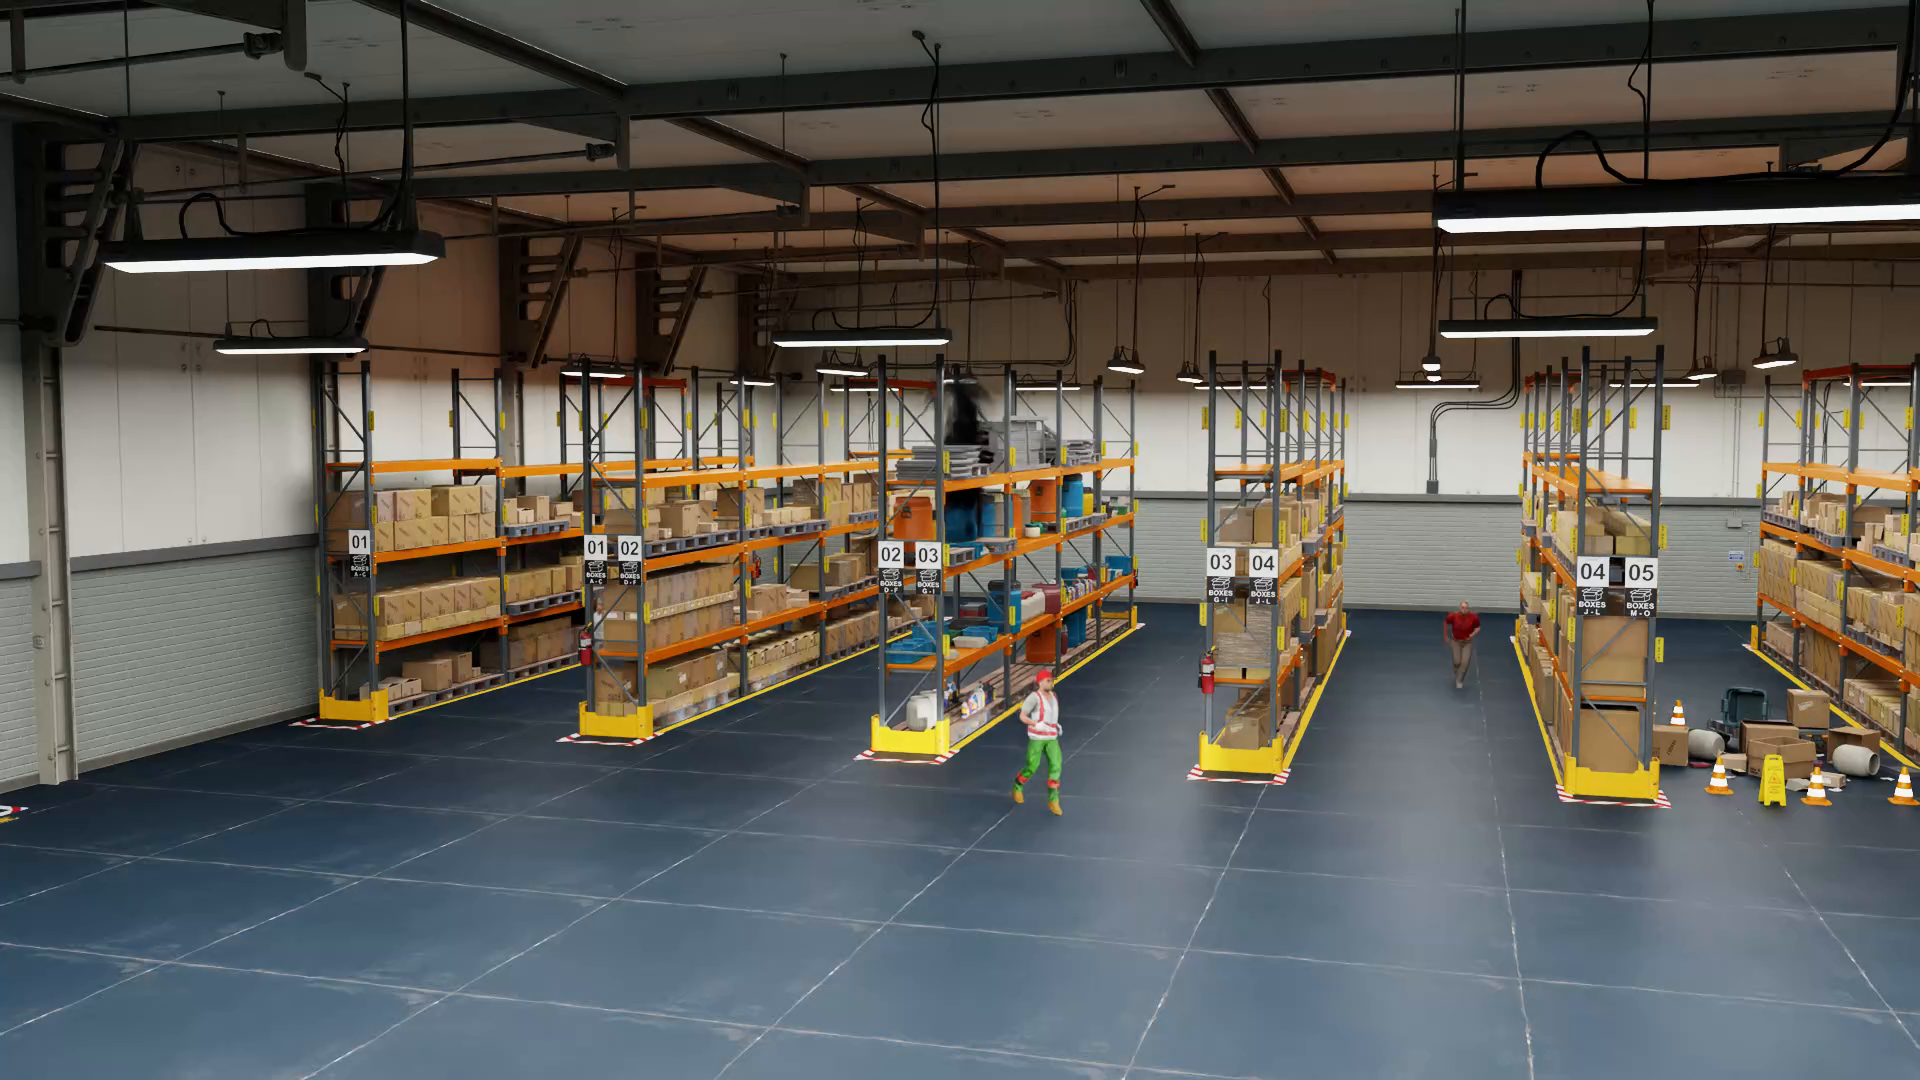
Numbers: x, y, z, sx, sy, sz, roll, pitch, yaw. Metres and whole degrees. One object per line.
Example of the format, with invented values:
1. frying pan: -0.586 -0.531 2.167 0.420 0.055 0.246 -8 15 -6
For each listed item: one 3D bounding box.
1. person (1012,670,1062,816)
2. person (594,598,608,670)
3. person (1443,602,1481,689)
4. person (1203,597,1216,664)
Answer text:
1. person: 1.068 2.571 21.417 0.698 1.800 0.945 -3 5 -34
2. person: -6.799 1.921 31.598 0.604 1.668 0.566 1 4 9
3. person: 9.426 1.966 31.245 0.655 1.660 0.761 1 4 8
4. person: 5.288 1.716 34.165 0.650 1.699 0.876 1 4 13
